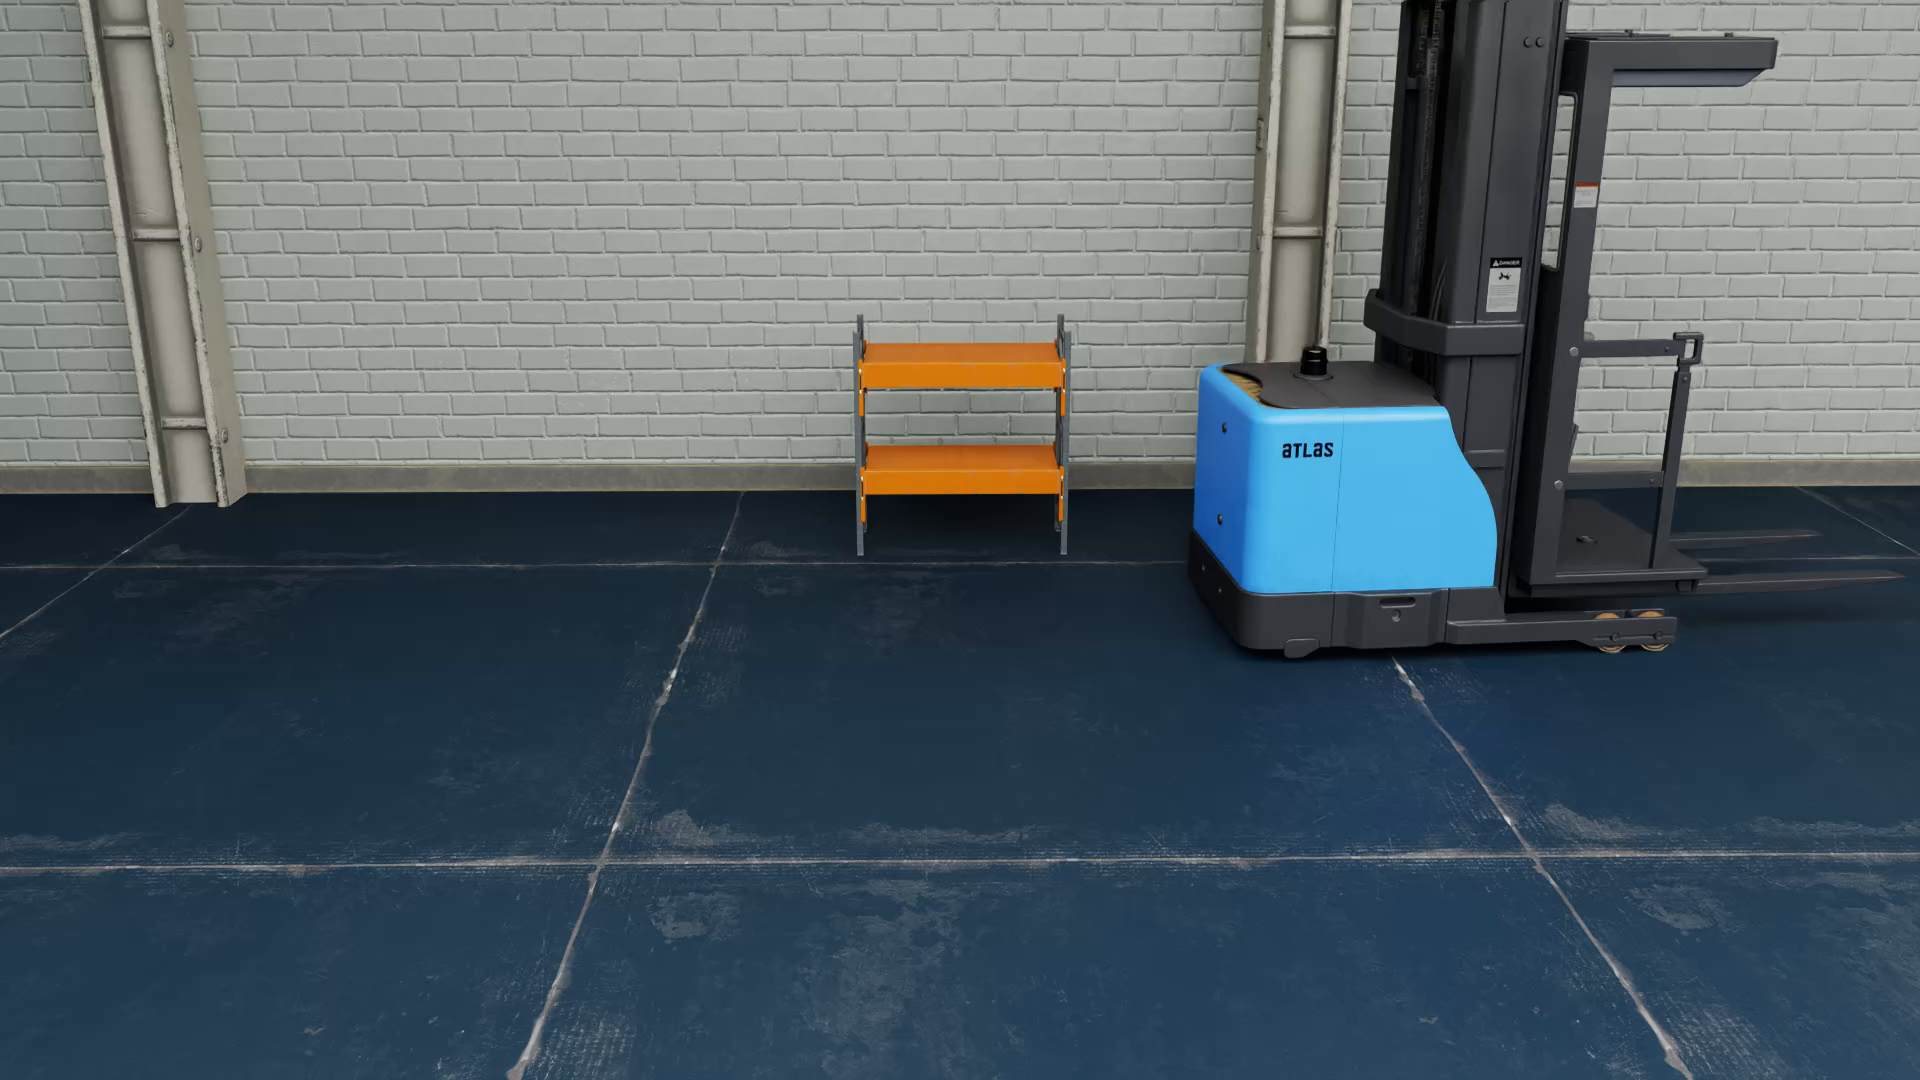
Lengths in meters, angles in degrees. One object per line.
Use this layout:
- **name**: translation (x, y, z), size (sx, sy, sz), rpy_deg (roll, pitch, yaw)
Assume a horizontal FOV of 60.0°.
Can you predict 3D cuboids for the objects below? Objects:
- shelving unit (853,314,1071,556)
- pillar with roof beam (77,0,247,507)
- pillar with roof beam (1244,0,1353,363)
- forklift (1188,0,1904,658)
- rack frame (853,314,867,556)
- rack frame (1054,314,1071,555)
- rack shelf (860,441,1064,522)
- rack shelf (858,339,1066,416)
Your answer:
- **shelving unit**: translation (0.007, -0.536, 8.376), size (1.048, 1.125, 0.538), rpy_deg (0, 18, -1)
- **pillar with roof beam**: translation (-4.146, -3.198, 3.786), size (0.400, 9.000, 9.100), rpy_deg (0, 18, -1)
- **pillar with roof beam**: translation (1.853, -3.227, 3.876), size (0.400, 9.000, 9.100), rpy_deg (0, 18, -1)
- **forklift**: translation (2.618, -1.076, 7.102), size (3.031, 2.935, 1.130), rpy_deg (-2, 18, -6)
- **rack frame**: translation (-0.502, -0.533, 8.368), size (0.032, 1.125, 0.500), rpy_deg (0, 18, -1)
- **rack frame**: translation (0.515, -0.538, 8.384), size (0.032, 1.125, 0.500), rpy_deg (0, 18, -1)
- **rack shelf**: translation (0.007, -0.303, 8.451), size (1.000, 0.278, 0.538), rpy_deg (0, 18, -1)
- **rack shelf**: translation (0.007, -0.814, 8.286), size (1.000, 0.278, 0.538), rpy_deg (0, 18, -1)
